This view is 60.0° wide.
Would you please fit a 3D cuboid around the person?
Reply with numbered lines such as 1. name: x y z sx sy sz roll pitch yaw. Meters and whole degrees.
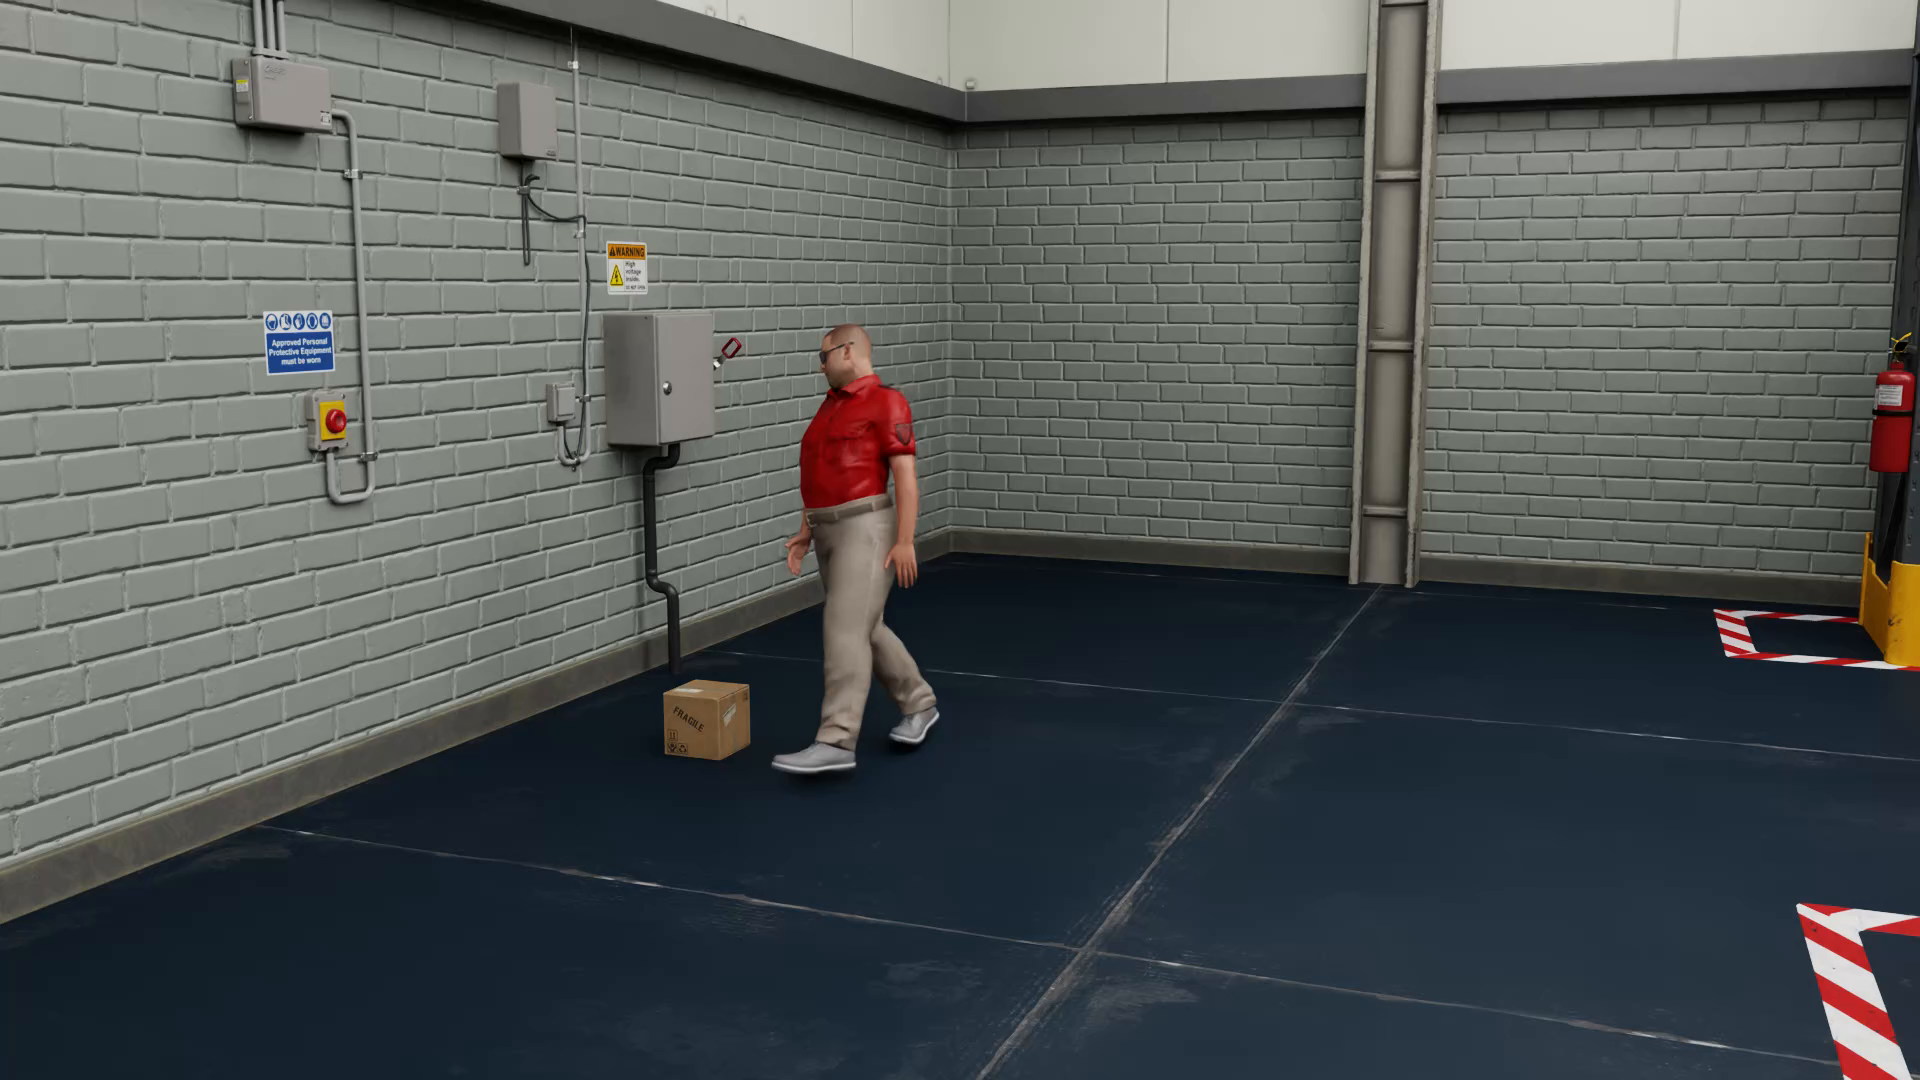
1. person: -0.436 0.003 6.437 0.877 1.662 0.596 -6 10 -34
